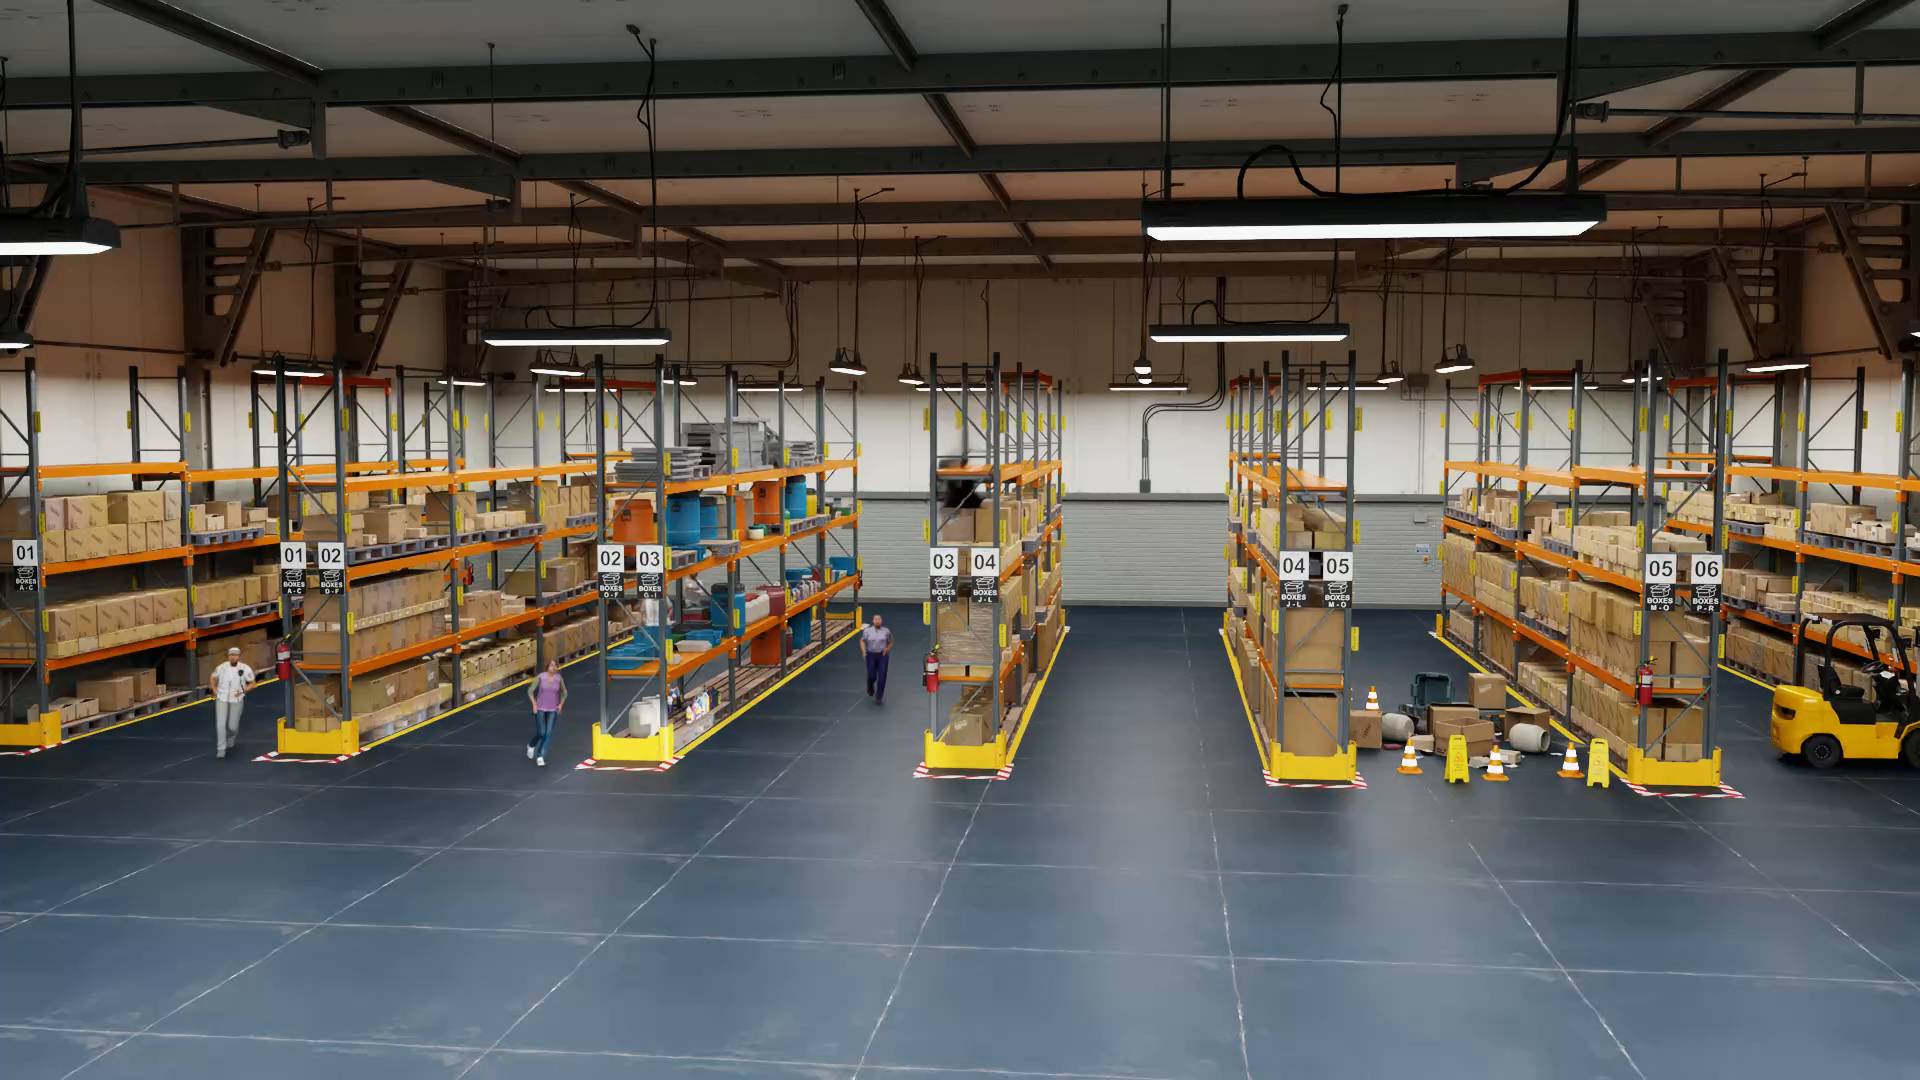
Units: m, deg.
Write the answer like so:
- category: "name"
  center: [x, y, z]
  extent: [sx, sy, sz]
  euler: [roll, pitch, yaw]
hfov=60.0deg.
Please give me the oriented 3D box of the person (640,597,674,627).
- category: "person"
  center: [-6.152, 1.736, 33.636]
  extent: [0.653, 1.735, 0.615]
  euler: [0, 4, -1]

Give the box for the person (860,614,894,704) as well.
- category: "person"
  center: [-1.474, 2.117, 29.624]
  extent: [0.607, 1.606, 0.549]
  euler: [0, 4, -7]

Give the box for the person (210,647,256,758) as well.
- category: "person"
  center: [-11.010, 2.433, 25.184]
  extent: [0.647, 1.635, 0.697]
  euler: [-1, 4, -14]

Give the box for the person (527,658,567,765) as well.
- category: "person"
  center: [-6.051, 2.516, 24.437]
  extent: [0.565, 1.531, 0.521]
  euler: [-2, 5, -27]

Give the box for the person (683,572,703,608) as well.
- category: "person"
  center: [-6.183, 1.455, 38.517]
  extent: [0.522, 1.612, 0.841]
  euler: [0, 4, 1]
